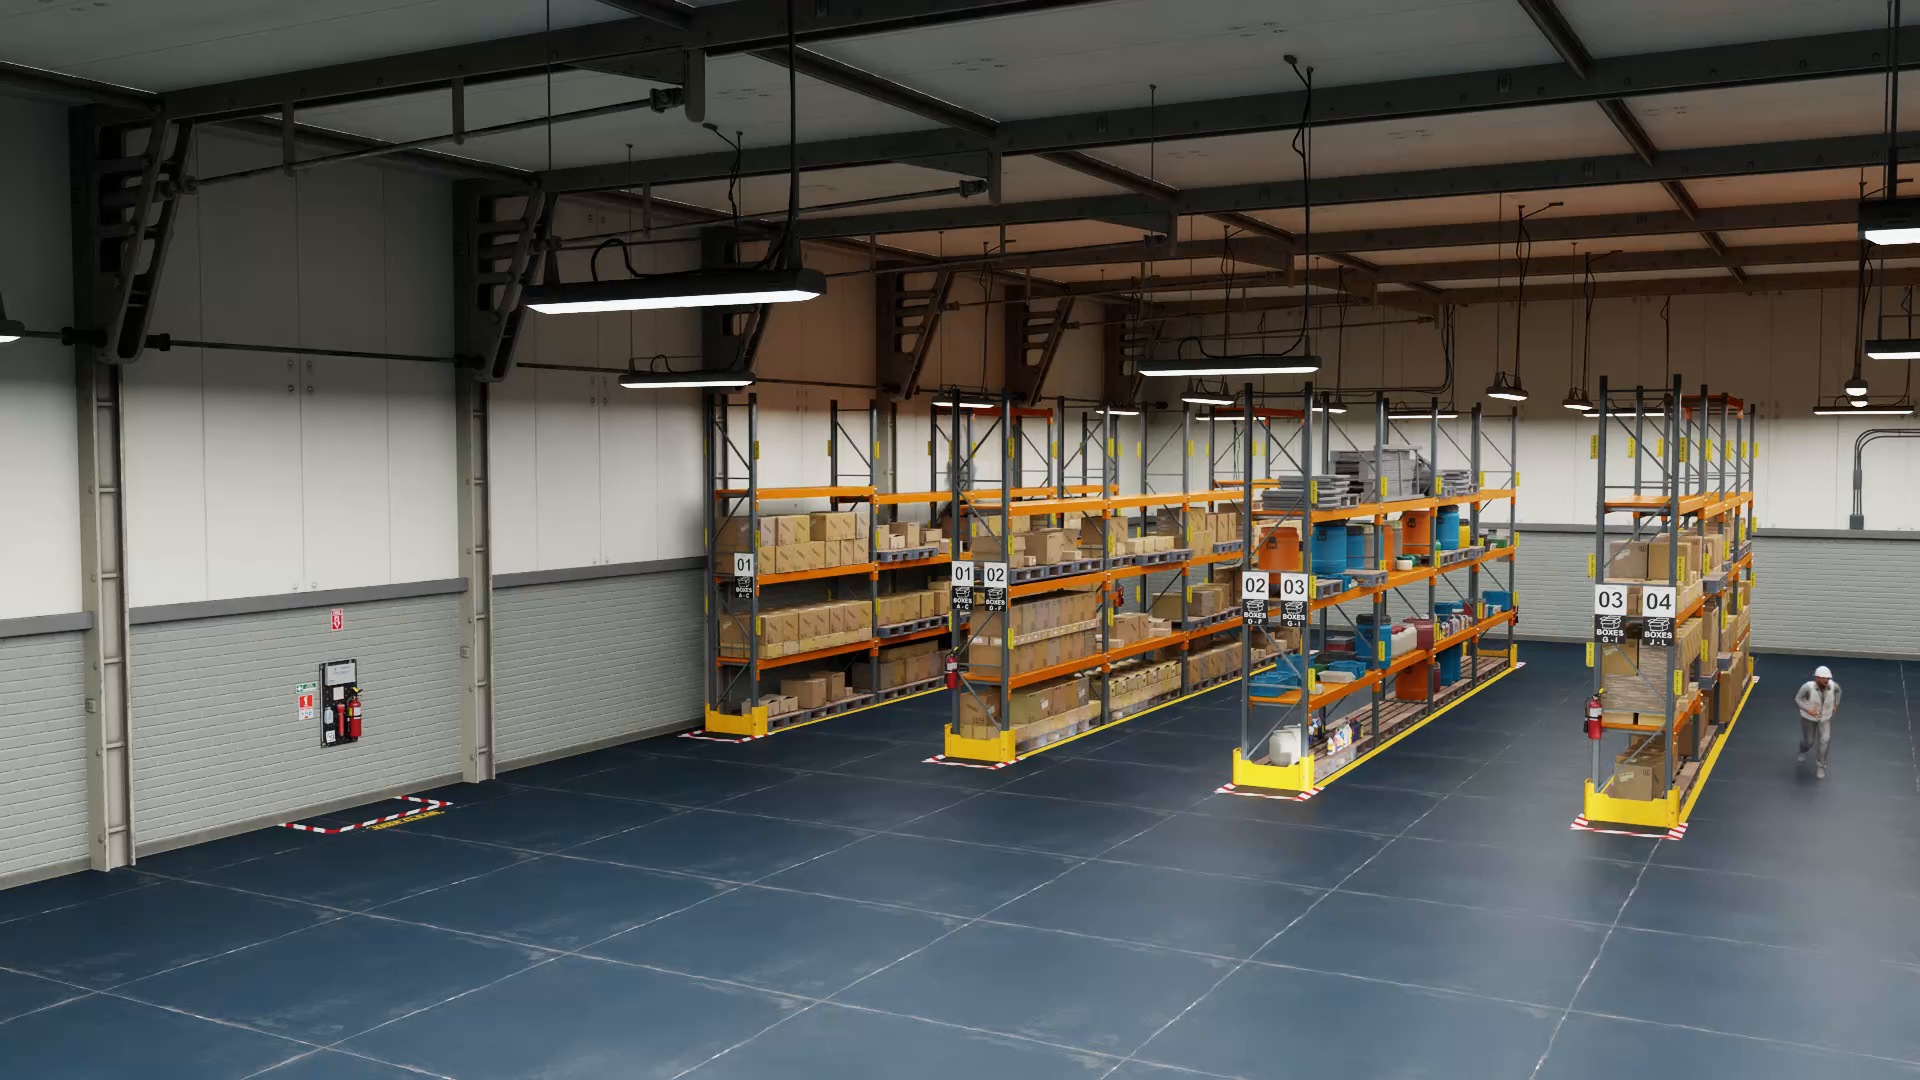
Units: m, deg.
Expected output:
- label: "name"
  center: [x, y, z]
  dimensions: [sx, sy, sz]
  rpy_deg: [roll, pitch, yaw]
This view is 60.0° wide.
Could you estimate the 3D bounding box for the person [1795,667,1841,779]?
- label: "person"
  center: [13.259, 2.780, 25.789]
  dimensions: [0.697, 1.731, 1.046]
  rpy_deg: [0, 3, 6]
